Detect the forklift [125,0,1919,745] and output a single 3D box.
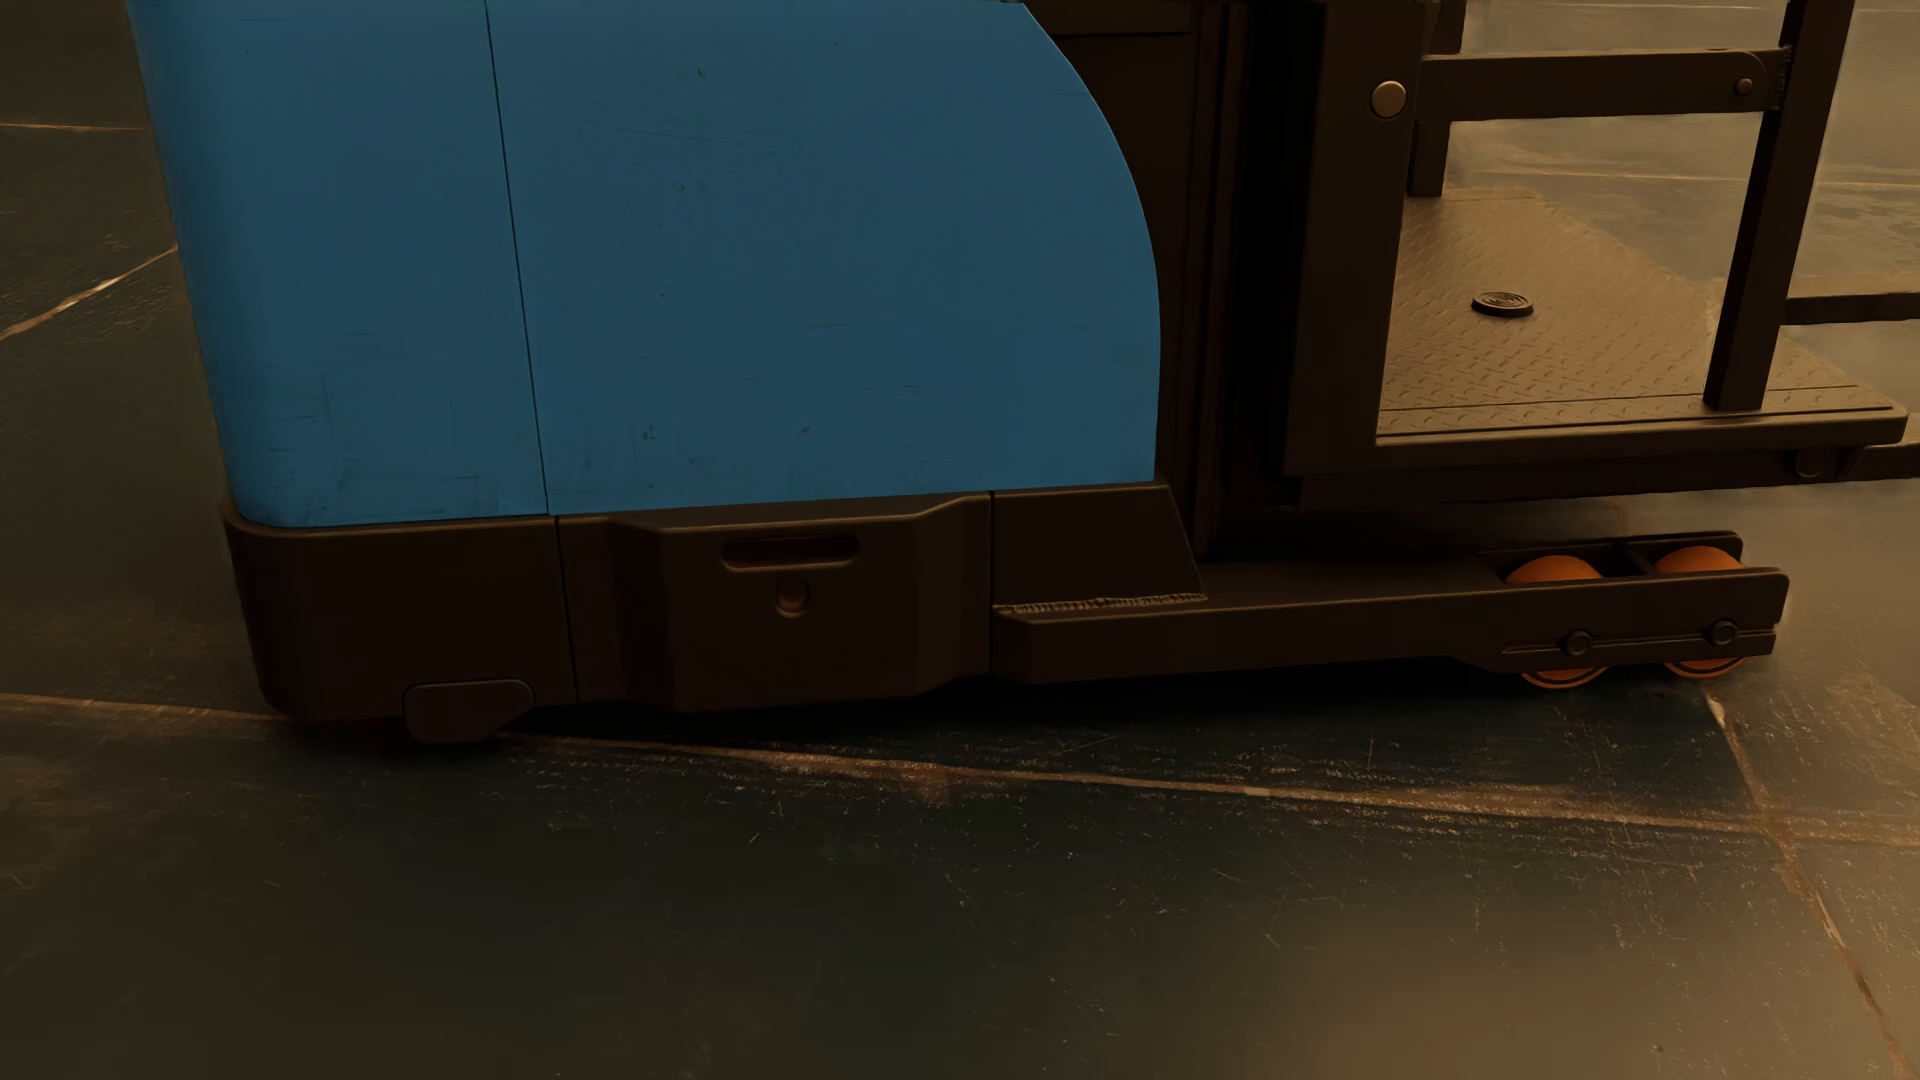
[{"bbox_3d":[0.607,-1.353,1.930,3.031,2.935,1.130,-3,27,-7],"label":"forklift"}]
